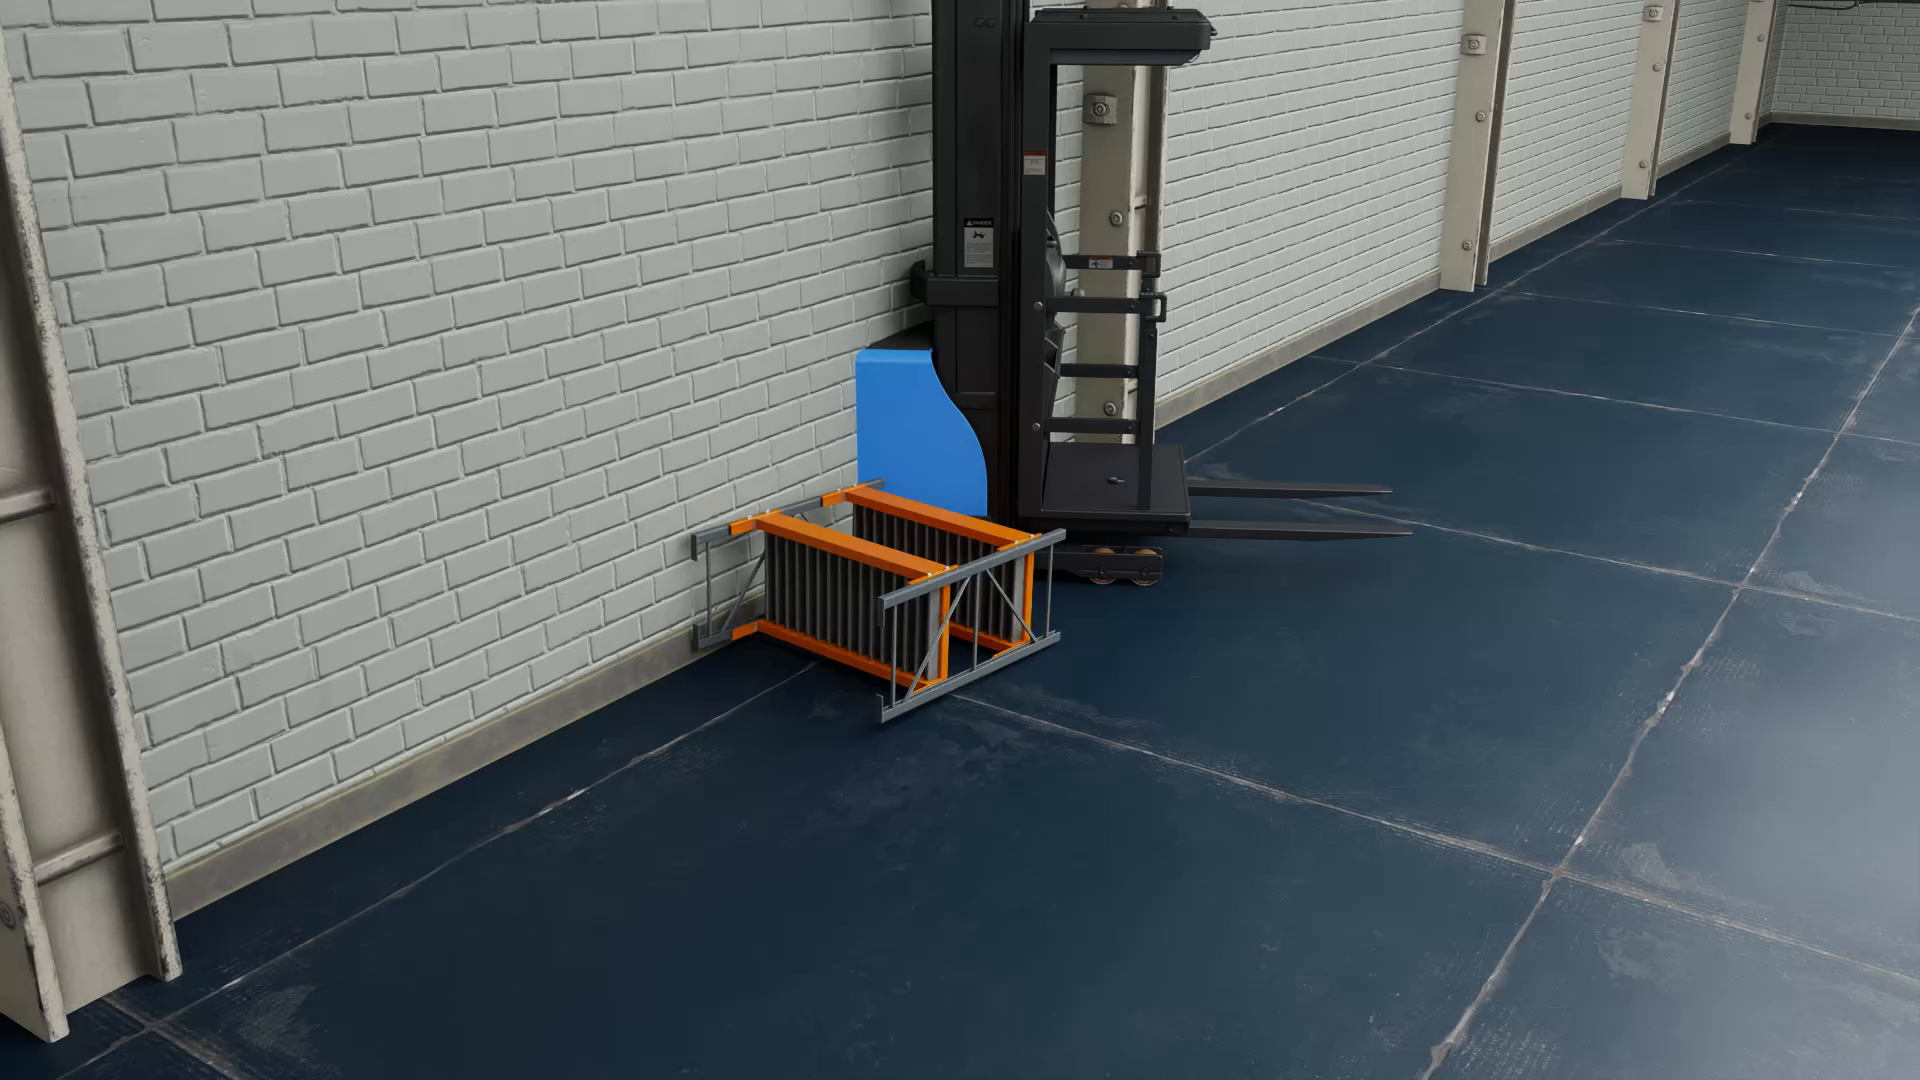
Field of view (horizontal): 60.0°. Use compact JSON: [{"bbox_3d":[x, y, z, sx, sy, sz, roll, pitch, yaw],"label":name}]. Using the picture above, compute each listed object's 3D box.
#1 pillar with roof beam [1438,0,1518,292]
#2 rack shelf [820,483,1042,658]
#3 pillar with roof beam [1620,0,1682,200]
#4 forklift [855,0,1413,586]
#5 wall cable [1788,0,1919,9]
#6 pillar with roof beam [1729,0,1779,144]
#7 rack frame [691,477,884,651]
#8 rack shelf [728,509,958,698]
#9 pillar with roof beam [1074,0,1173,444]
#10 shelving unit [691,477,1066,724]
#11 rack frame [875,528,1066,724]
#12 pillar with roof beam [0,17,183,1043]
[{"bbox_3d":[7.804,-5.534,10.255,9.100,9.000,0.400,13,24,32],"label":"pillar with roof beam"},{"bbox_3d":[-0.143,0.135,7.093,1.000,0.538,0.278,17,24,37],"label":"rack shelf"},{"bbox_3d":[11.177,-7.256,14.909,9.100,9.000,0.400,13,24,32],"label":"pillar with roof beam"},{"bbox_3d":[0.620,-1.356,7.705,3.031,2.935,1.130,2,20,5],"label":"forklift"},{"bbox_3d":[13.739,-8.948,23.959,3.097,2.526,0.112,13,24,32],"label":"wall cable"},{"bbox_3d":[14.550,-8.977,19.563,9.100,9.000,0.400,13,24,32],"label":"pillar with roof beam"},{"bbox_3d":[-0.721,0.085,7.181,0.032,0.500,1.125,17,24,37],"label":"rack frame"},{"bbox_3d":[-0.486,0.259,6.699,1.000,0.538,0.278,17,24,37],"label":"rack shelf"},{"bbox_3d":[4.431,-3.813,5.601,9.100,9.000,0.400,13,24,32],"label":"pillar with roof beam"},{"bbox_3d":[-0.330,0.202,6.878,1.048,0.538,1.125,17,24,37],"label":"shelving unit"},{"bbox_3d":[0.061,0.319,6.575,0.032,0.500,1.125,17,24,37],"label":"rack frame"},{"bbox_3d":[1.059,-2.091,0.947,9.100,9.000,0.400,13,24,32],"label":"pillar with roof beam"}]
